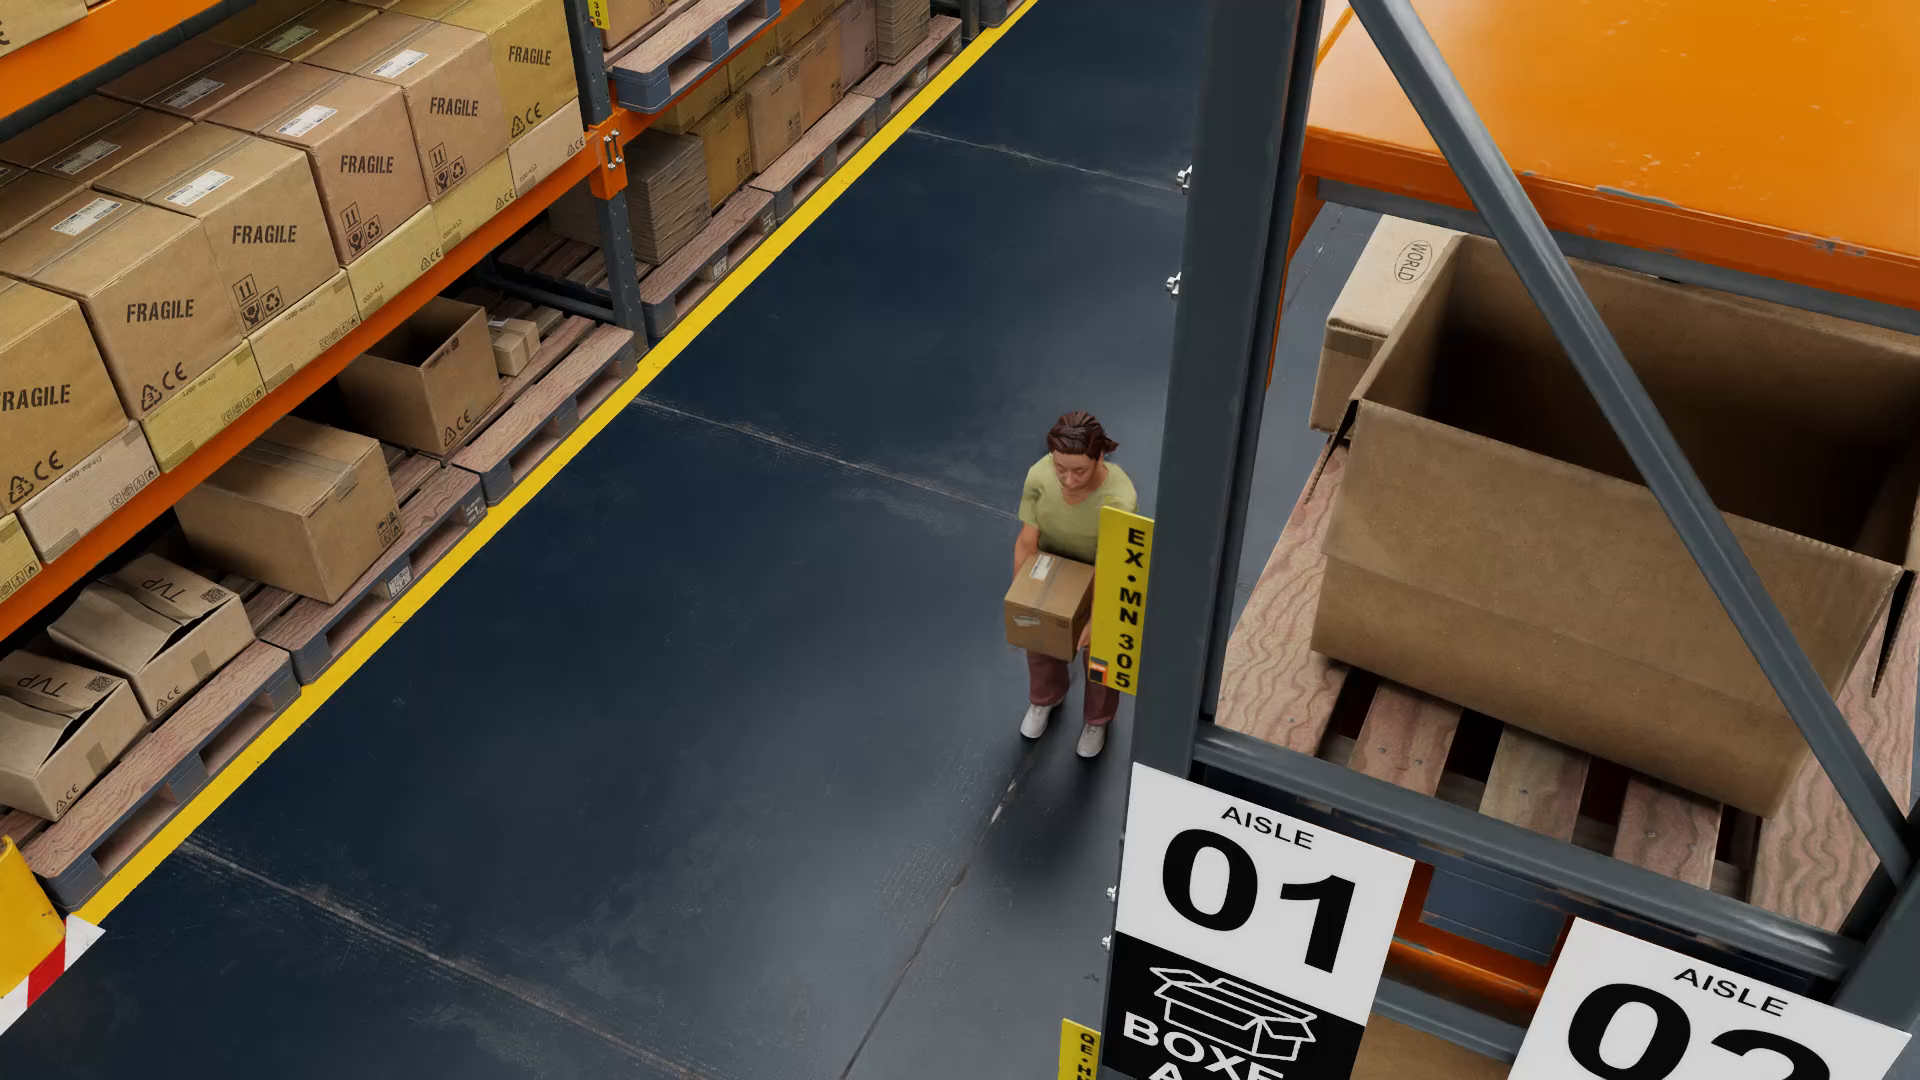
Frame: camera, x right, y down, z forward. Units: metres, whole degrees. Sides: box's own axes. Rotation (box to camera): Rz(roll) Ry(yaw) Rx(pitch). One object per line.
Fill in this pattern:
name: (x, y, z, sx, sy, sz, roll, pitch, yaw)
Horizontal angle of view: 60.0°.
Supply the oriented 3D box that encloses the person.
person: (0.405, 0.174, 5.999, 0.406, 1.641, 0.529, 16, 45, 17)
